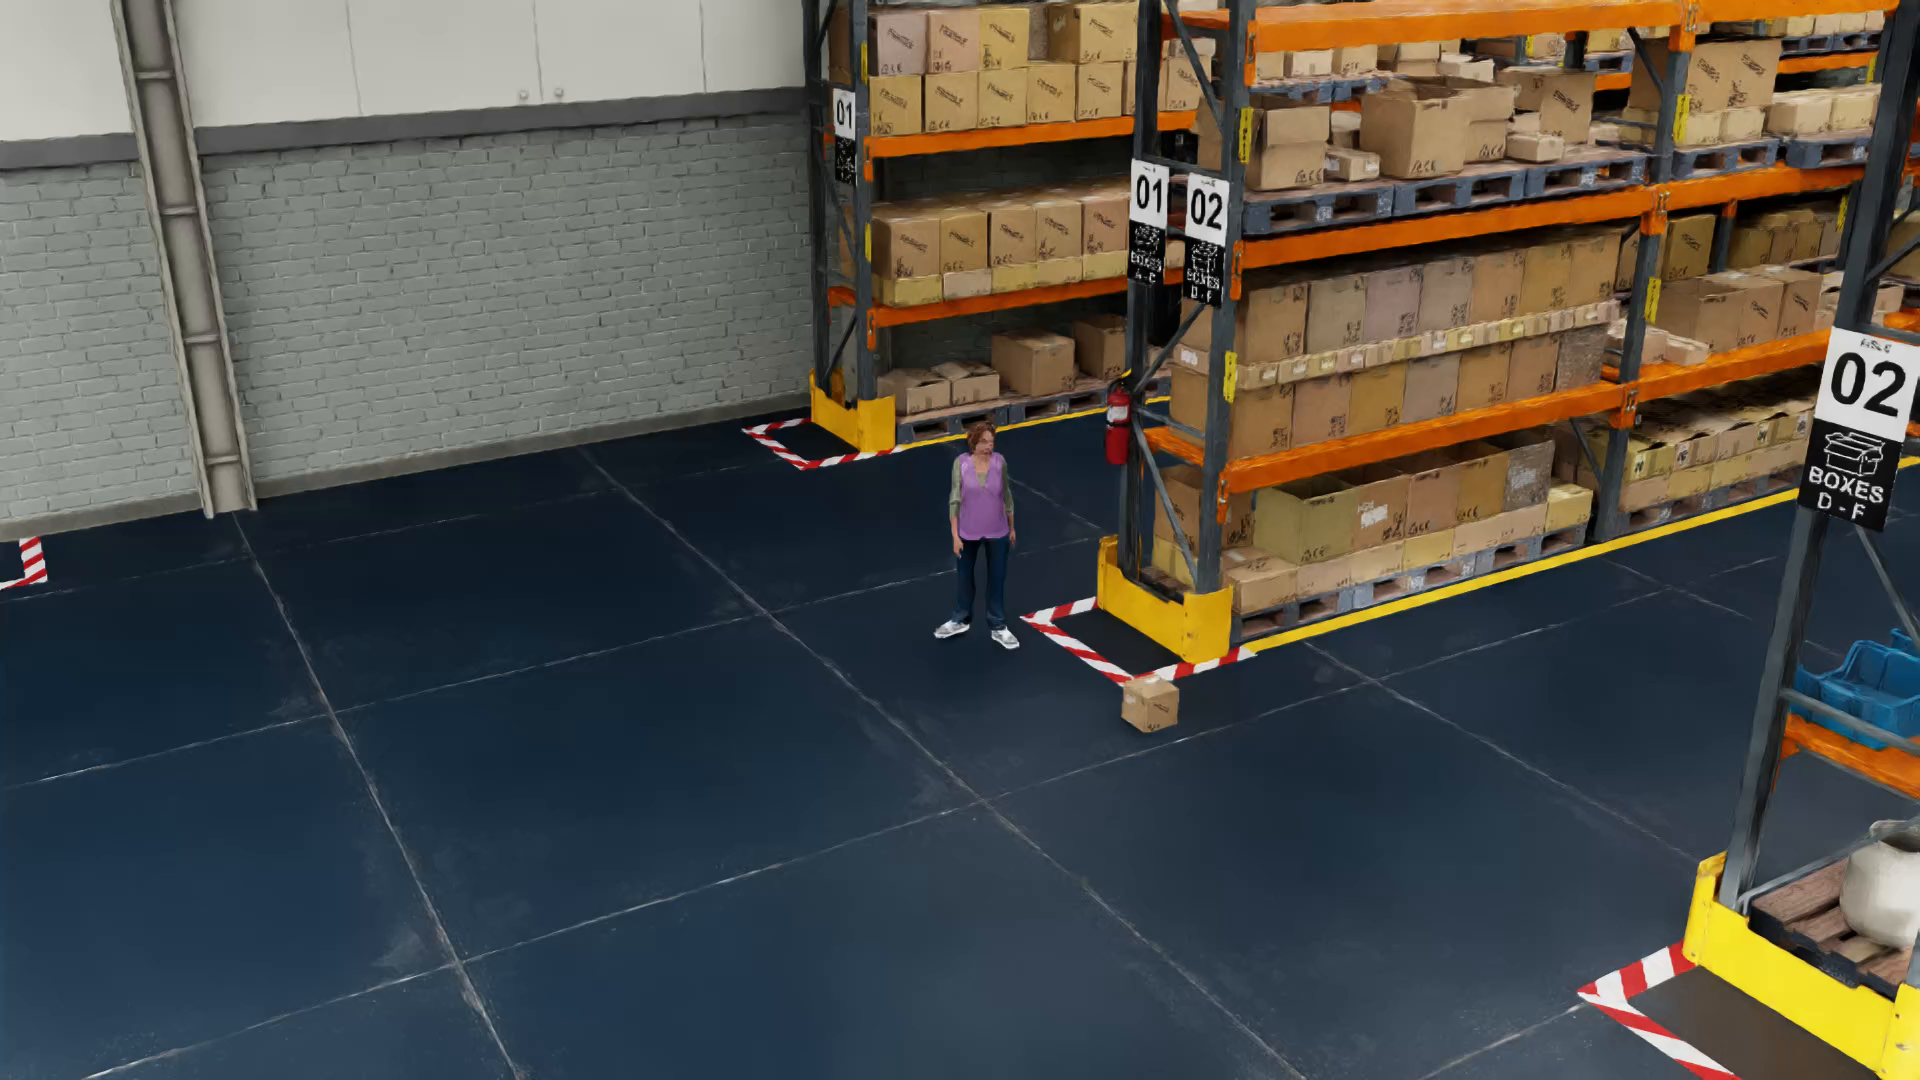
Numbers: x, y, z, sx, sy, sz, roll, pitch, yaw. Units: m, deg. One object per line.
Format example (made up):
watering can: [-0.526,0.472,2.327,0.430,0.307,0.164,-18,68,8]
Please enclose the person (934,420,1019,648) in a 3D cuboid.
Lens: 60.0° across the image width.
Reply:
person: [0.110,-0.046,11.177,0.575,1.597,0.374,-1,22,-4]
